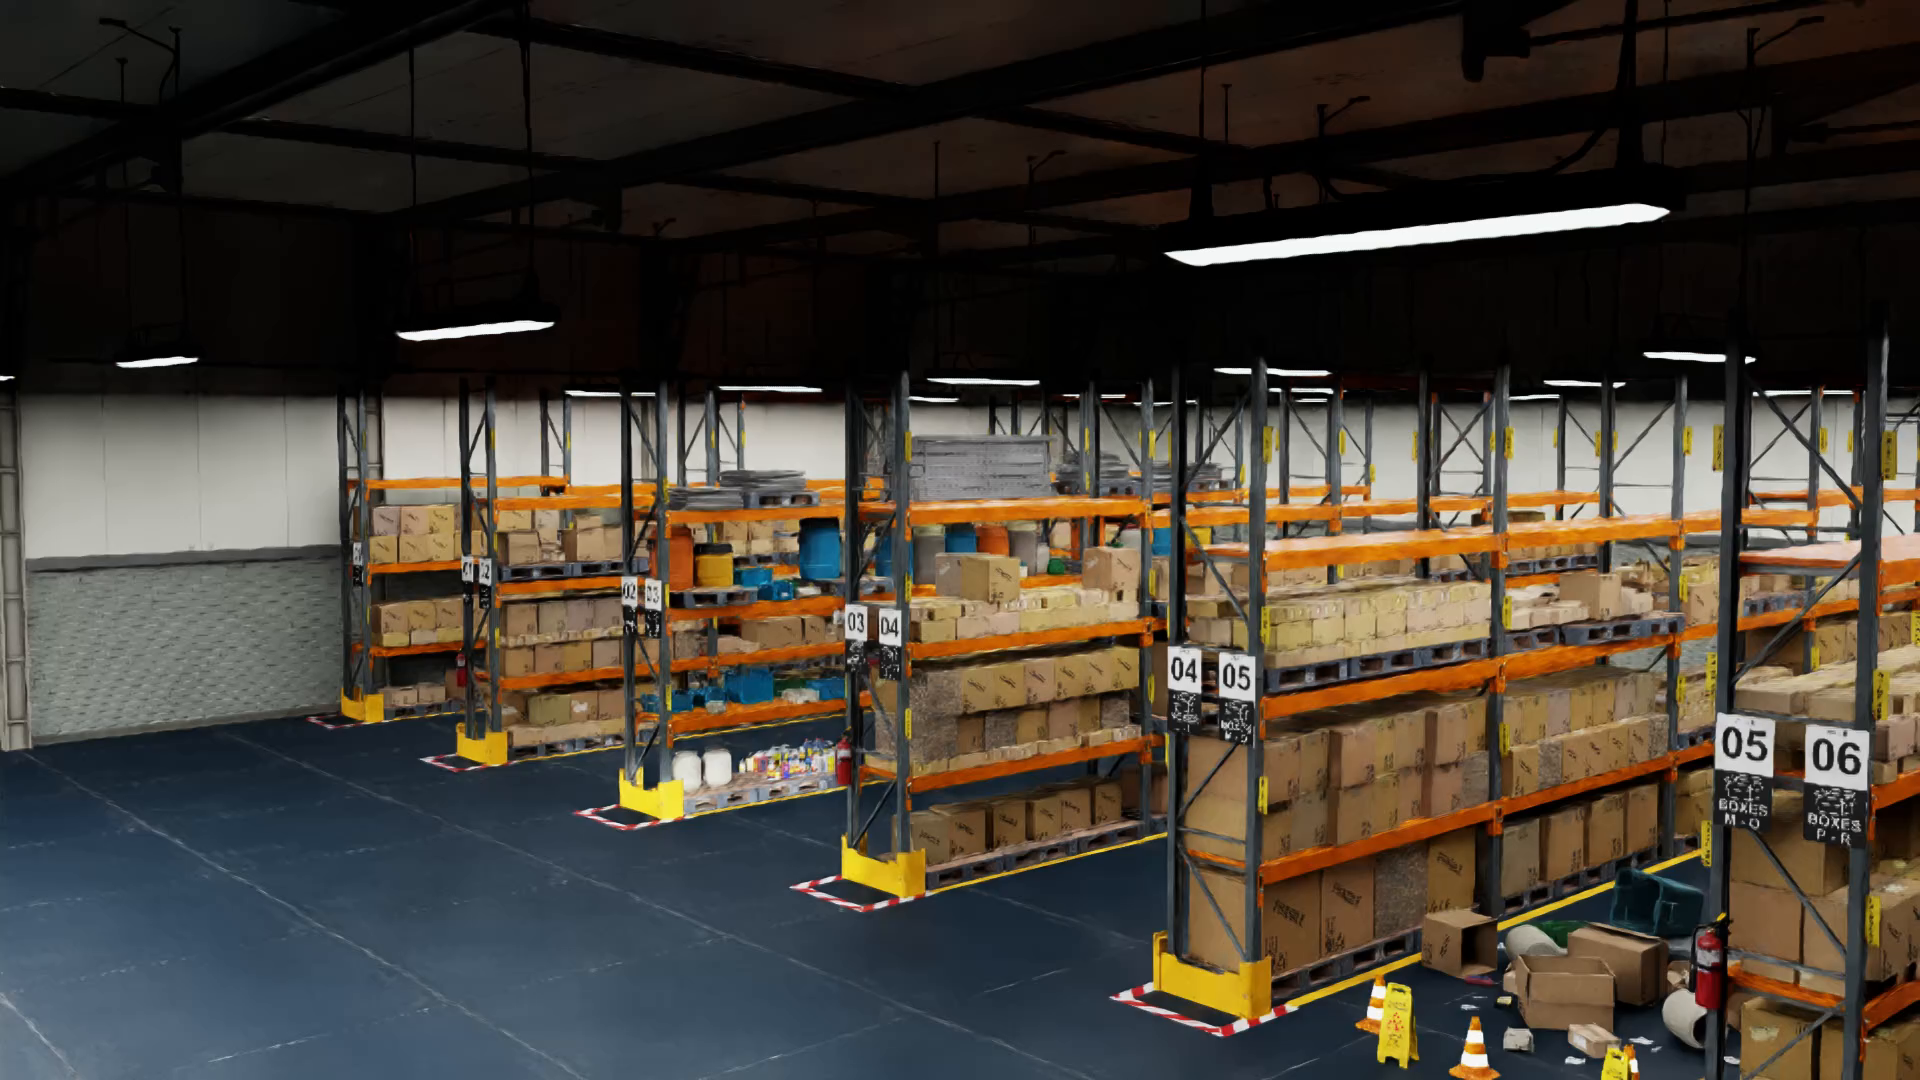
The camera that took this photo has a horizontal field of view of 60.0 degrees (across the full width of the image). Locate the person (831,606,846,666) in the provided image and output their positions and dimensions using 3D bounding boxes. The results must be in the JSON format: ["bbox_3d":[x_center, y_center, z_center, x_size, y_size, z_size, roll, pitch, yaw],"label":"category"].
[{"bbox_3d":[-2.522,2.046,35.230,0.419,1.590,0.502,2,4,27],"label":"person"}]
